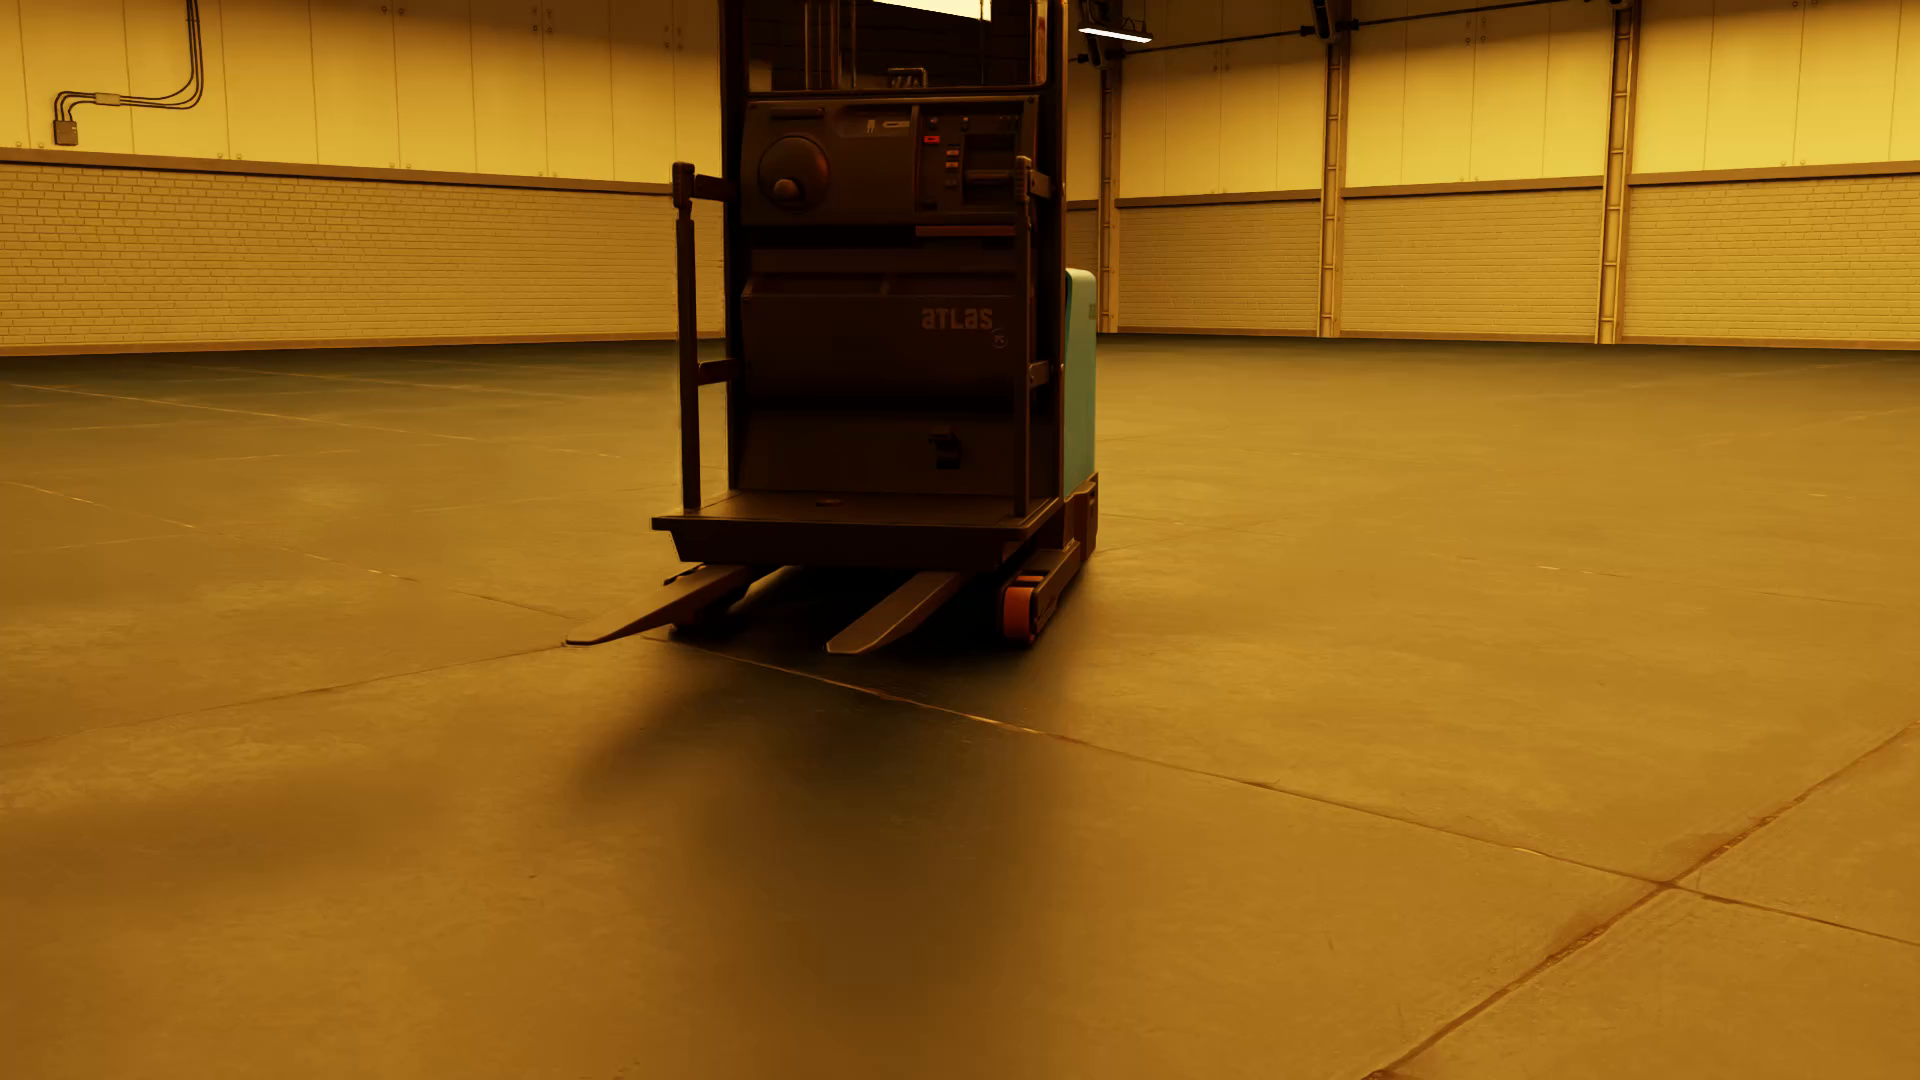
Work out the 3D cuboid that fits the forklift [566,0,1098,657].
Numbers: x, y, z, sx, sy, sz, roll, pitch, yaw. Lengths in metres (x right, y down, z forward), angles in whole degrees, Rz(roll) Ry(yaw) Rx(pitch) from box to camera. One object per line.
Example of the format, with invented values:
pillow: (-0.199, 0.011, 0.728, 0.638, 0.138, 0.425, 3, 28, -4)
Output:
forklift: (-0.260, -1.213, 4.932, 1.130, 2.935, 3.031, 2, 9, 11)
